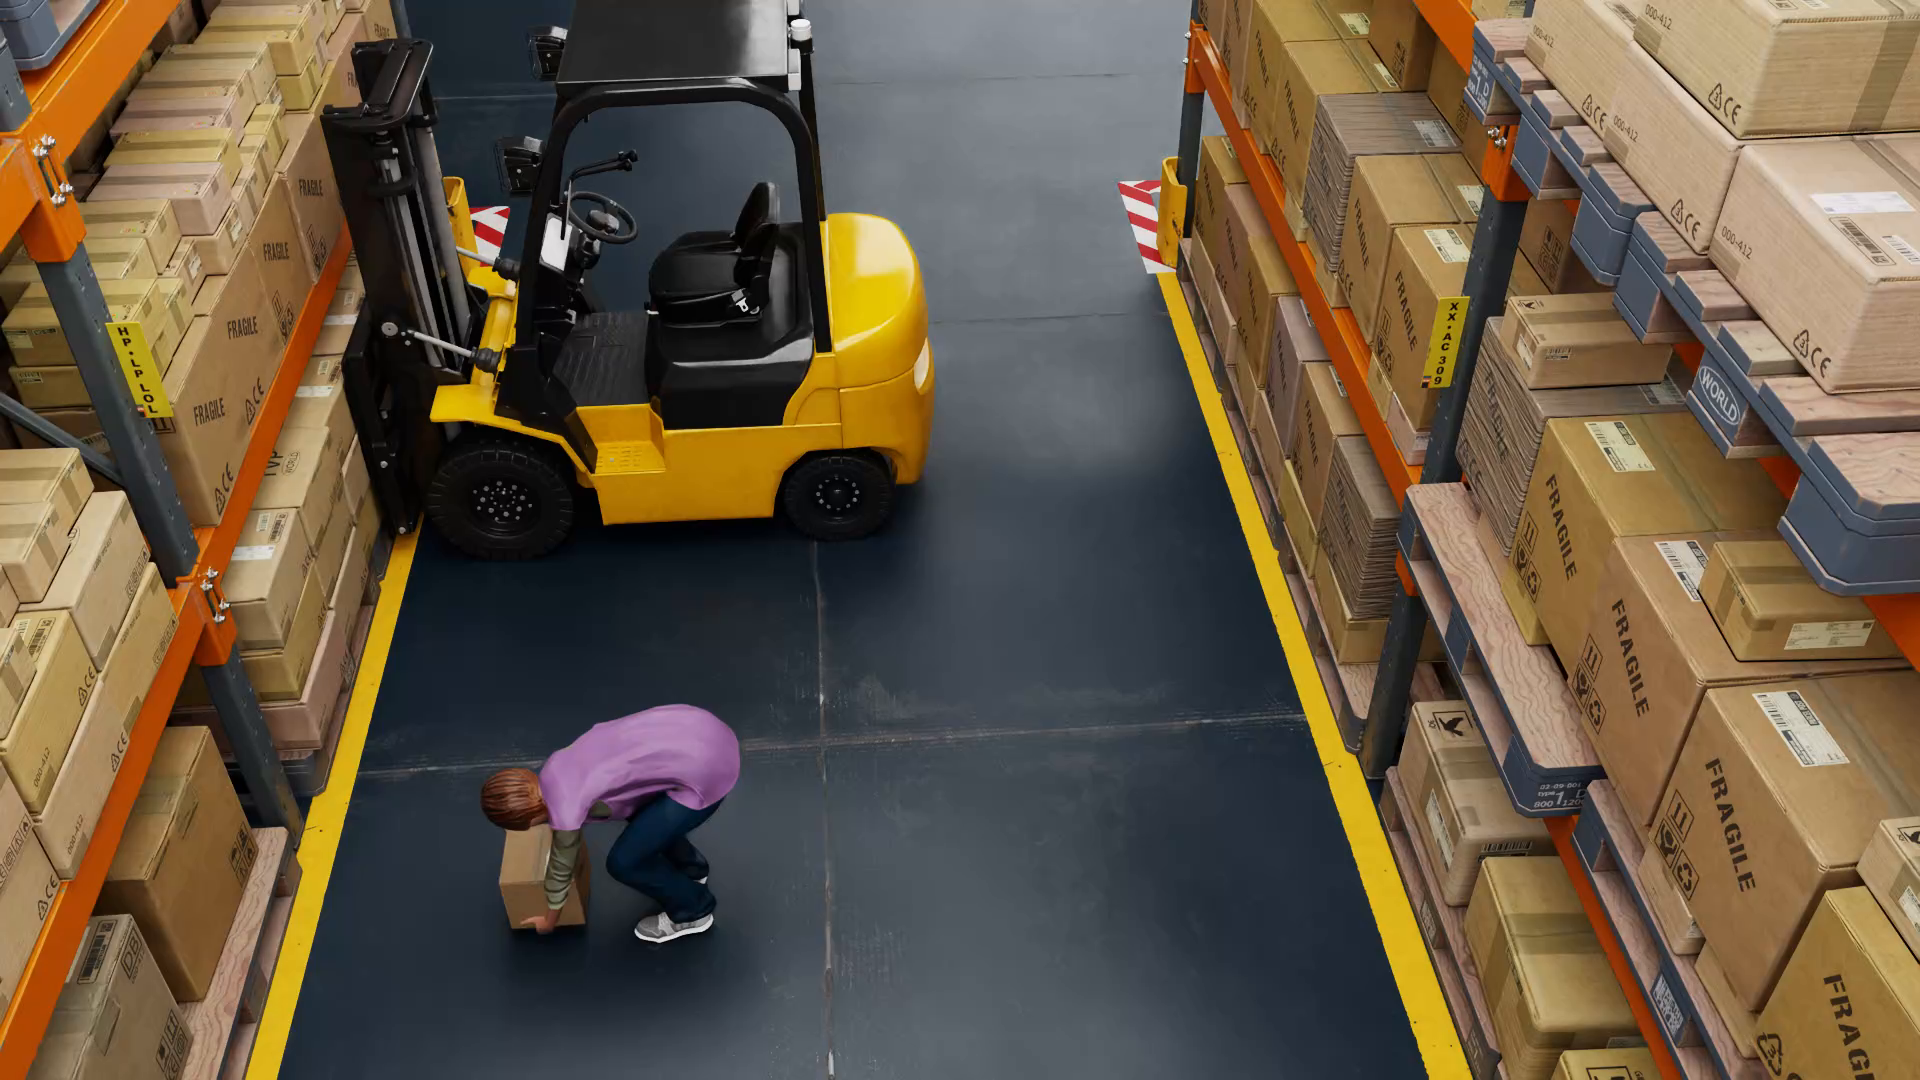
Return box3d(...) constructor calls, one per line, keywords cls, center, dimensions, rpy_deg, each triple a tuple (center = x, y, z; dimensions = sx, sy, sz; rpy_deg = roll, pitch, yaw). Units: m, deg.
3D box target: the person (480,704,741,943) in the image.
box3d(cls="person", center=(-1.140, 0.956, 5.566), dimensions=(0.855, 0.886, 0.419), rpy_deg=(-5, 40, -6))
